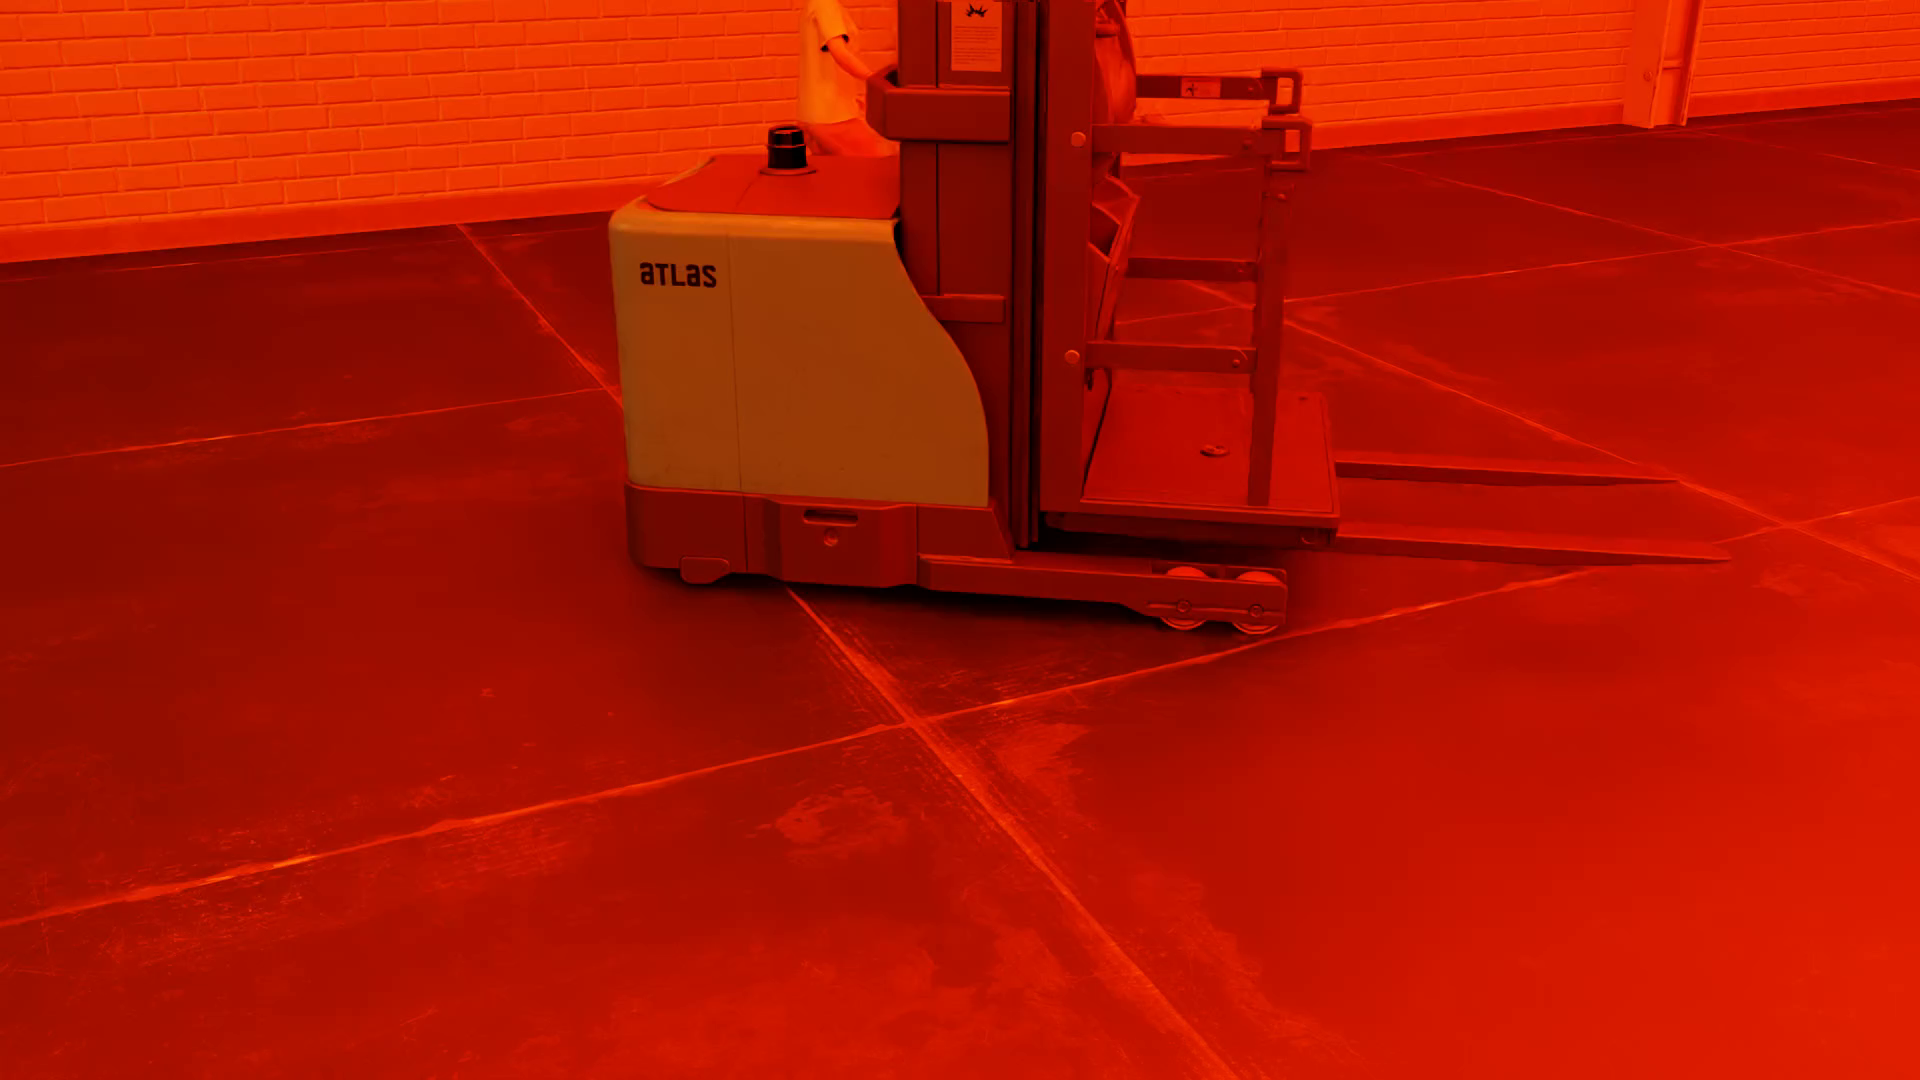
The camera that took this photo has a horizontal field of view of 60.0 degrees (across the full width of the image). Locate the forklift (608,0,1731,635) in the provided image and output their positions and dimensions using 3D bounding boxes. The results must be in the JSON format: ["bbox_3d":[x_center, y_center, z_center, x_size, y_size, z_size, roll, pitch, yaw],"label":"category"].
[{"bbox_3d":[0.606,-1.318,4.460,3.031,2.935,1.130,4,23,9],"label":"forklift"}]

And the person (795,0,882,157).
[{"bbox_3d":[-0.531,-1.941,7.711,0.477,1.618,0.687,-10,25,-23],"label":"person"}]
